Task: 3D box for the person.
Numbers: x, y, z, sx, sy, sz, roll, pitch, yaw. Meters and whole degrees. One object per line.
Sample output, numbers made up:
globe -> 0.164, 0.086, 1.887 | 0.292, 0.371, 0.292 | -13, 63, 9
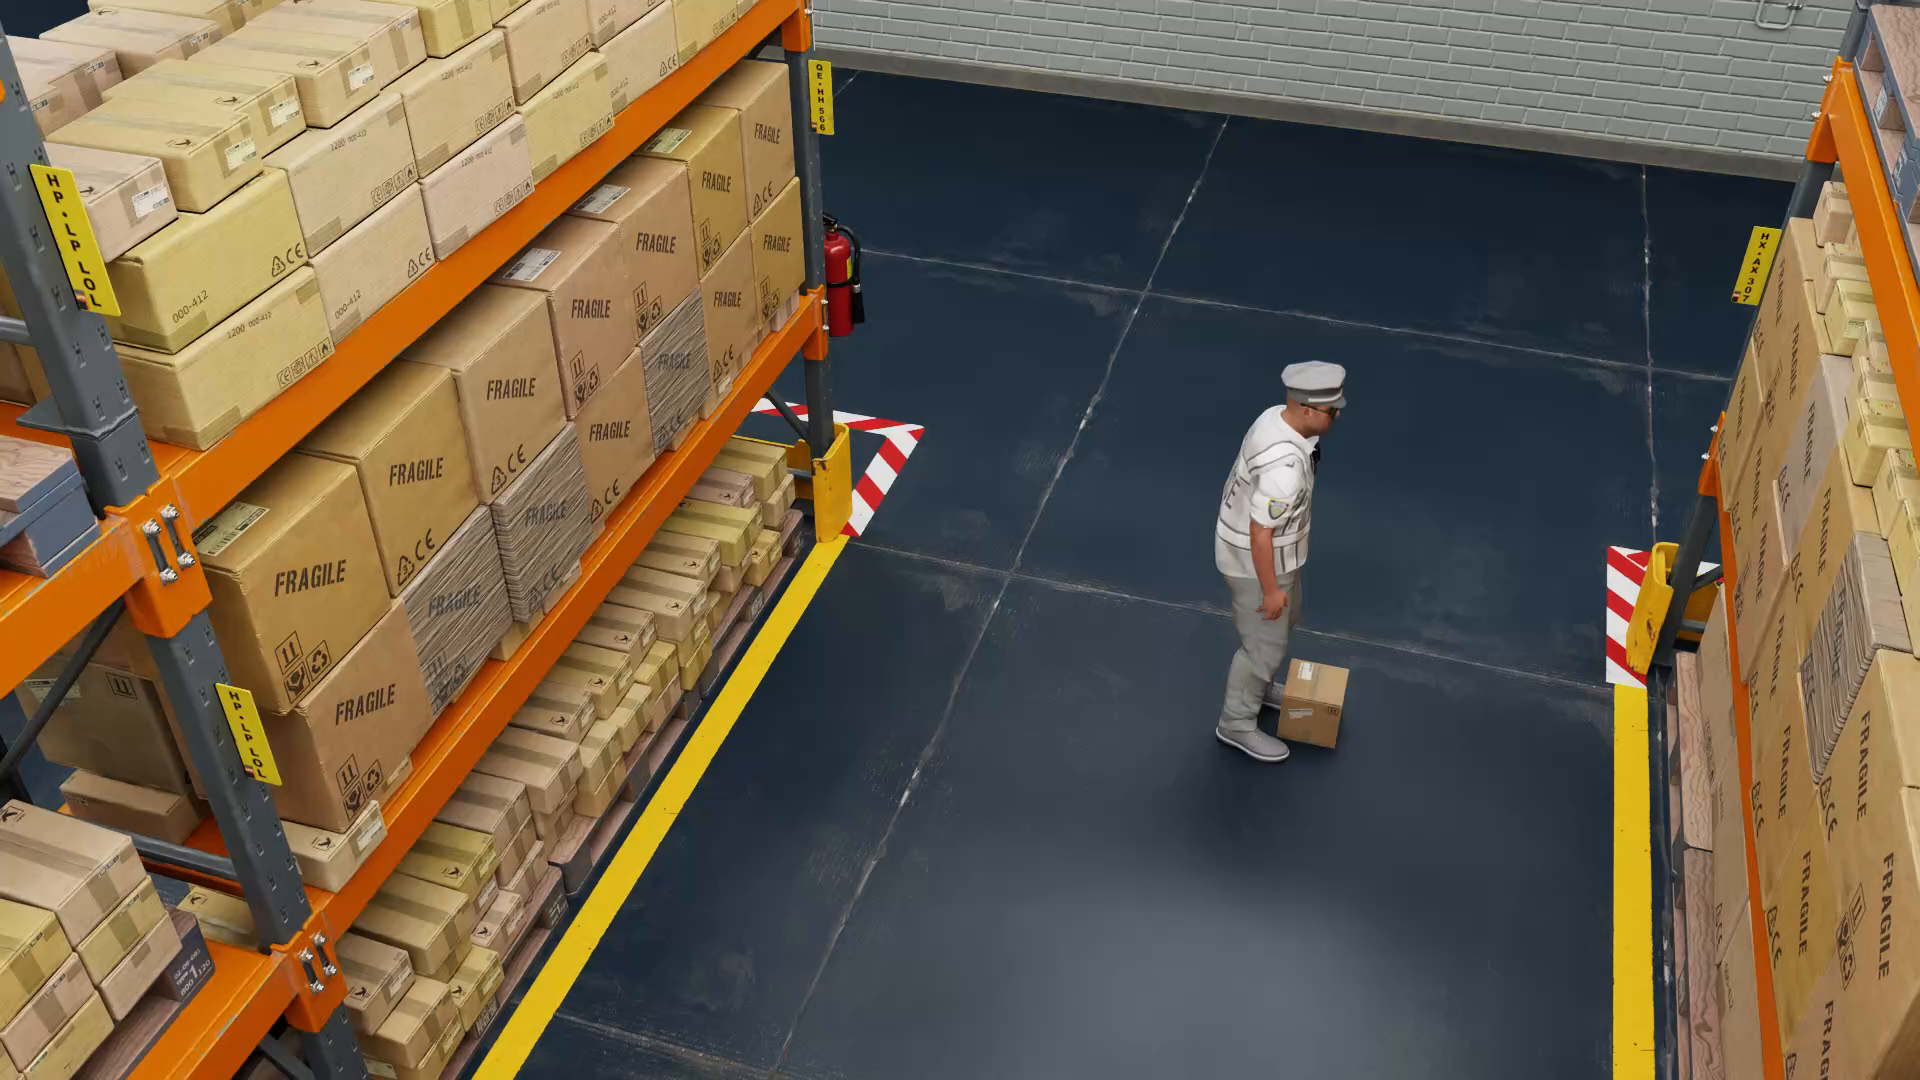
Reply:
person -> 1.280, 0.062, 6.803 | 0.480, 1.747, 0.597 | 9, 38, 11
